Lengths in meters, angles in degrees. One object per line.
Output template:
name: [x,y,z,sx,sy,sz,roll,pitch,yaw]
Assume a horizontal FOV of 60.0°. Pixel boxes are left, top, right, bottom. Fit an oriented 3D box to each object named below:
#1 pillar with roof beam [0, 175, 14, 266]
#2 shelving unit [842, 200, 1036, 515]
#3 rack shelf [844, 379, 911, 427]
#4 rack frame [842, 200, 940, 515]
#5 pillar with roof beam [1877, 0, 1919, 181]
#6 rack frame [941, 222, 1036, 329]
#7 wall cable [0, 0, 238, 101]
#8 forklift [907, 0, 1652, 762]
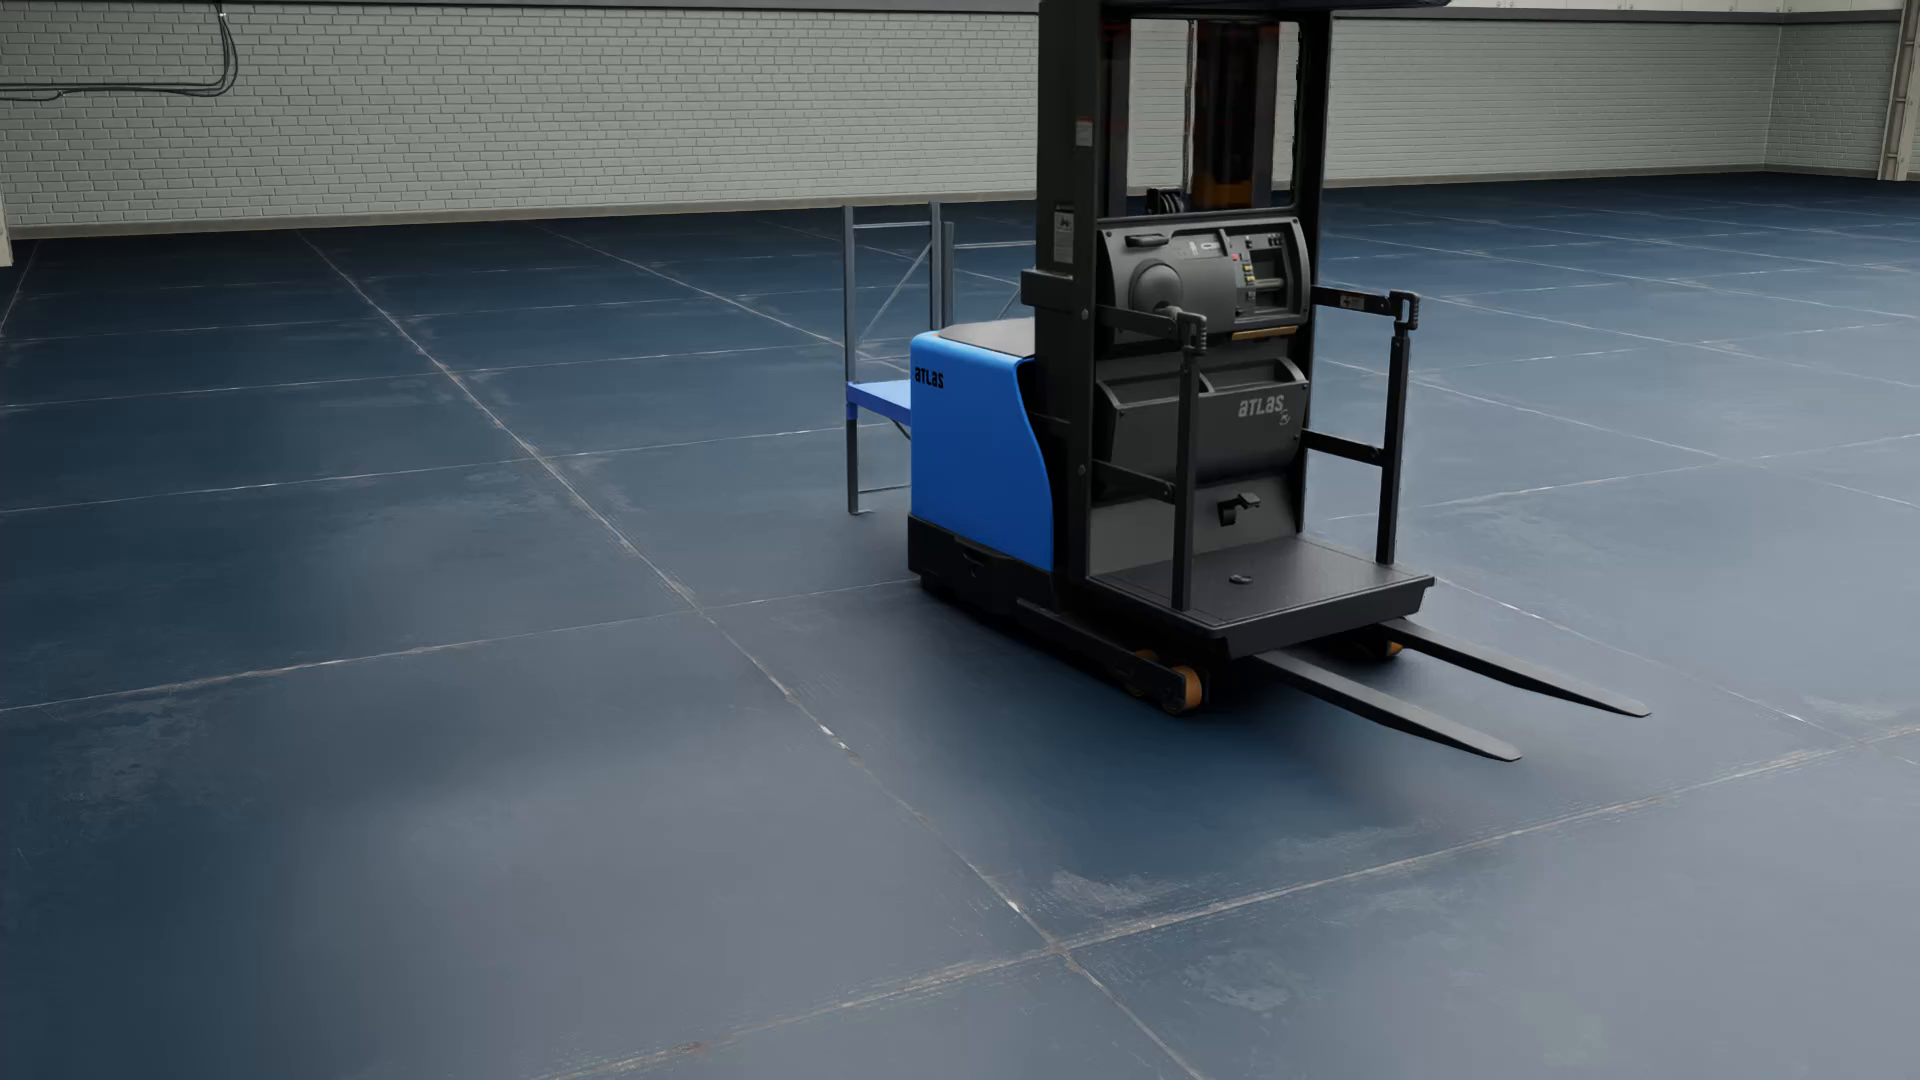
pillar with roof beam: [-6.743,-7.880,18.897,9.100,9.000,0.400,-8,18,-25]
shelving unit: [-0.088,-0.757,7.668,0.538,1.500,1.048,-8,18,-27]
rack shelf: [-0.088,-0.584,7.718,0.538,0.185,1.000,-8,18,-27]
rack frame: [-0.326,-0.881,8.100,0.500,1.500,0.032,-8,18,-27]
pillar with roof beam: [13.834,-10.646,28.536,9.100,9.000,0.400,-8,18,-25]
rack frame: [0.149,-0.633,7.236,0.500,1.500,0.032,-8,18,-27]
wall cable: [-10.715,-6.758,20.615,3.097,2.526,0.112,-8,18,-25]
forklift: [1.011,-0.963,5.794,1.130,2.935,3.031,-10,19,-32]
